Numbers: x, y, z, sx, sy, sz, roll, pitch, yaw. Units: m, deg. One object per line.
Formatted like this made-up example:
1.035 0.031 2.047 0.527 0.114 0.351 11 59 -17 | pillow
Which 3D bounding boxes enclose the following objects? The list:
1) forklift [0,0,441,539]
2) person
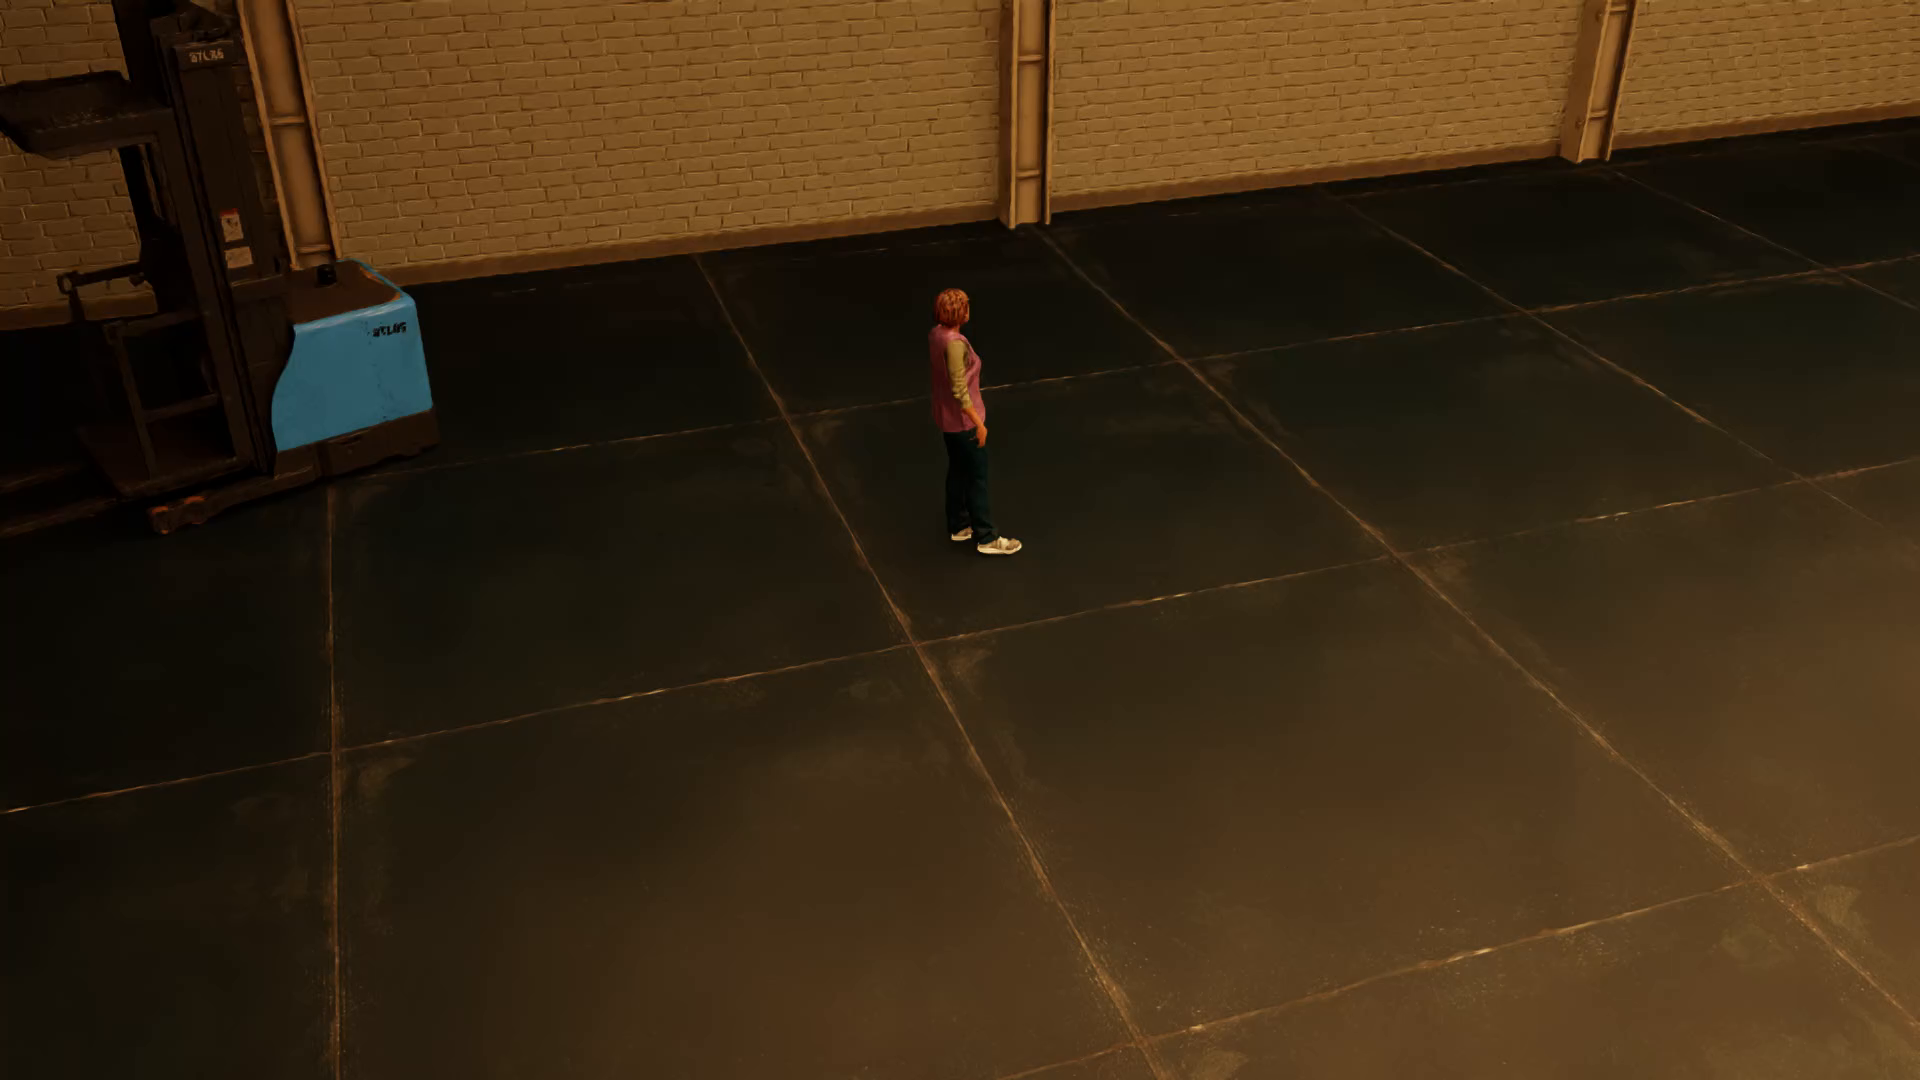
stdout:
-4.920 -1.605 9.877 3.031 2.935 1.130 -22 36 -33 | forklift
0.075 -0.703 9.633 0.474 1.597 0.520 -10 31 -16 | person
